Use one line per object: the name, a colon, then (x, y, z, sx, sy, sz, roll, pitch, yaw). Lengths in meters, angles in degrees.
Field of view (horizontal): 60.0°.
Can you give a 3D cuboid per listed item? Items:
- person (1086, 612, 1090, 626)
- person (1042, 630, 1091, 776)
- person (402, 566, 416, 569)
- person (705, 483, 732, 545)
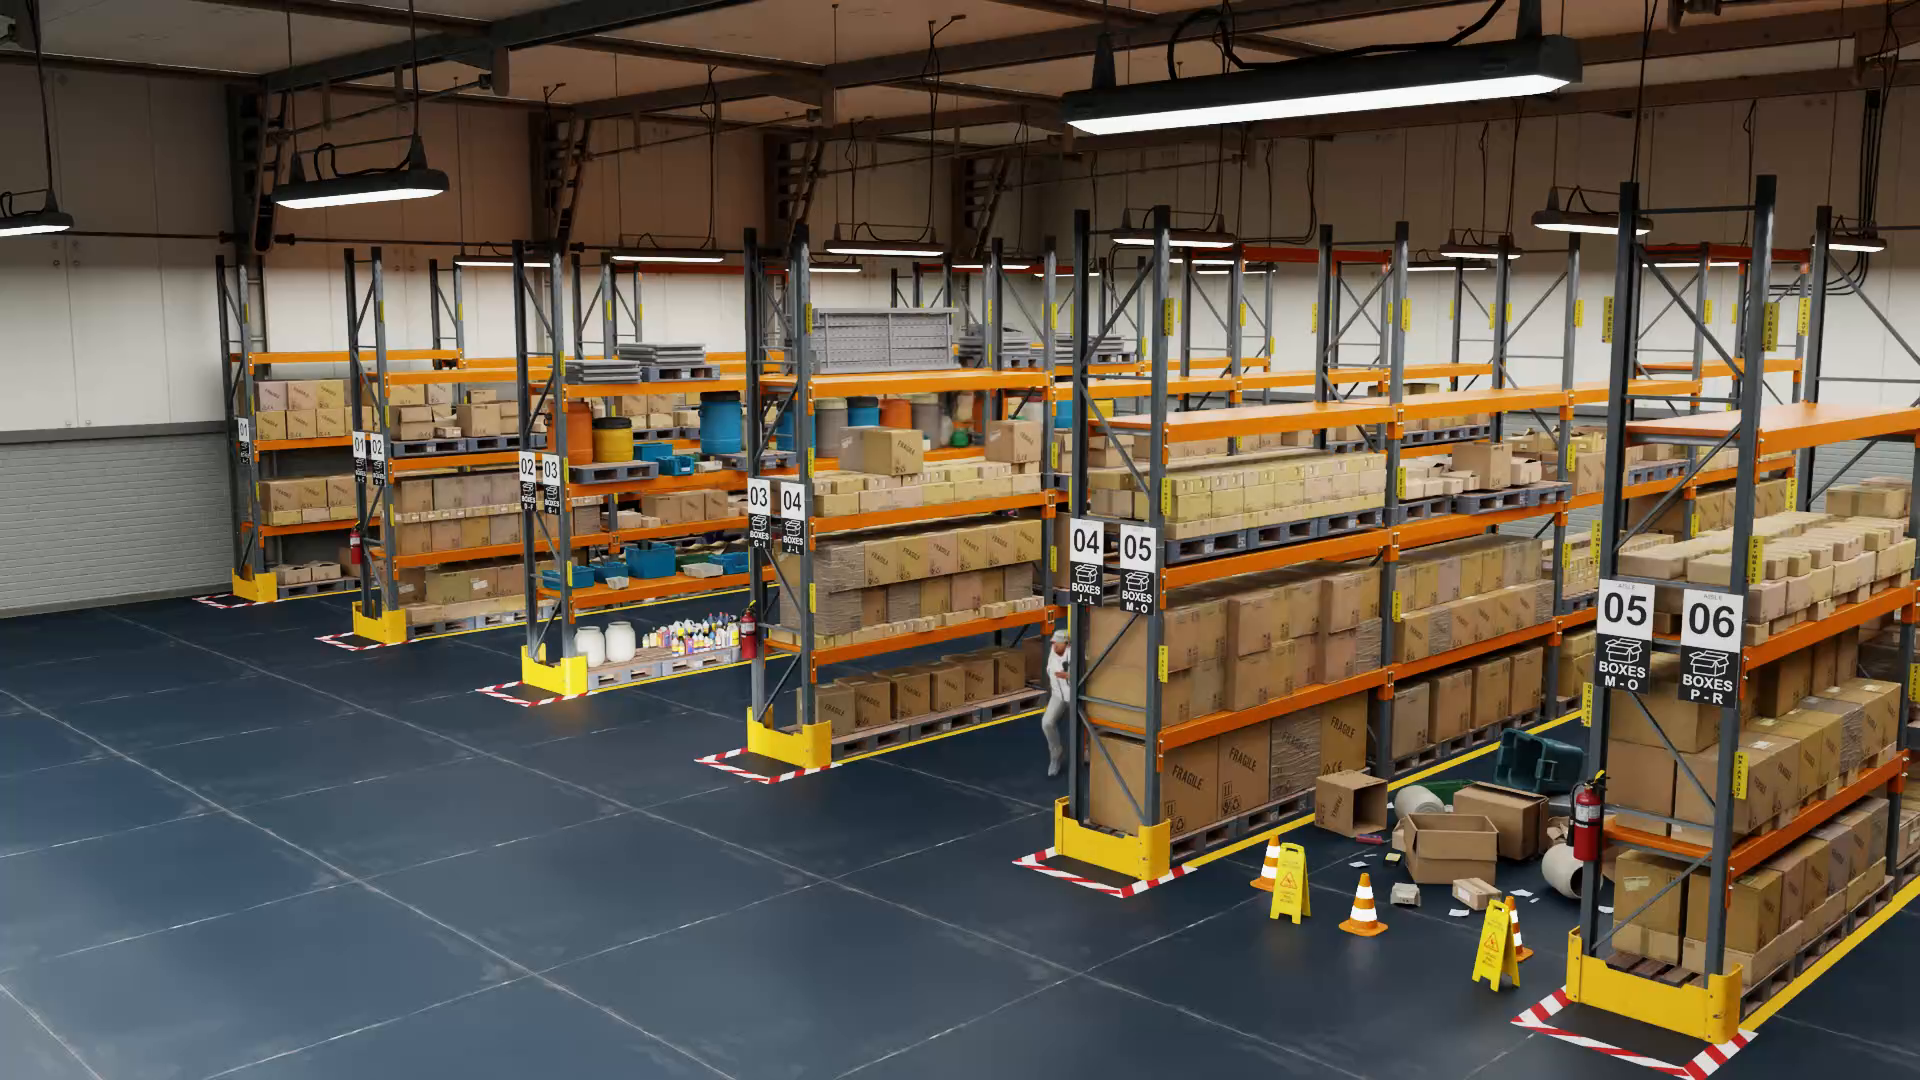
person: (1.872, 0.536, 25.050, 0.571, 1.657, 0.560, -8, 11, -44)
person: (1.231, 1.771, 18.420, 0.597, 1.653, 0.905, 5, 9, 31)
person: (-9.314, 0.422, 27.726, 0.555, 1.647, 0.652, 4, 9, 26)
person: (-4.967, -0.433, 33.849, 0.614, 1.643, 0.762, 5, 10, 34)
